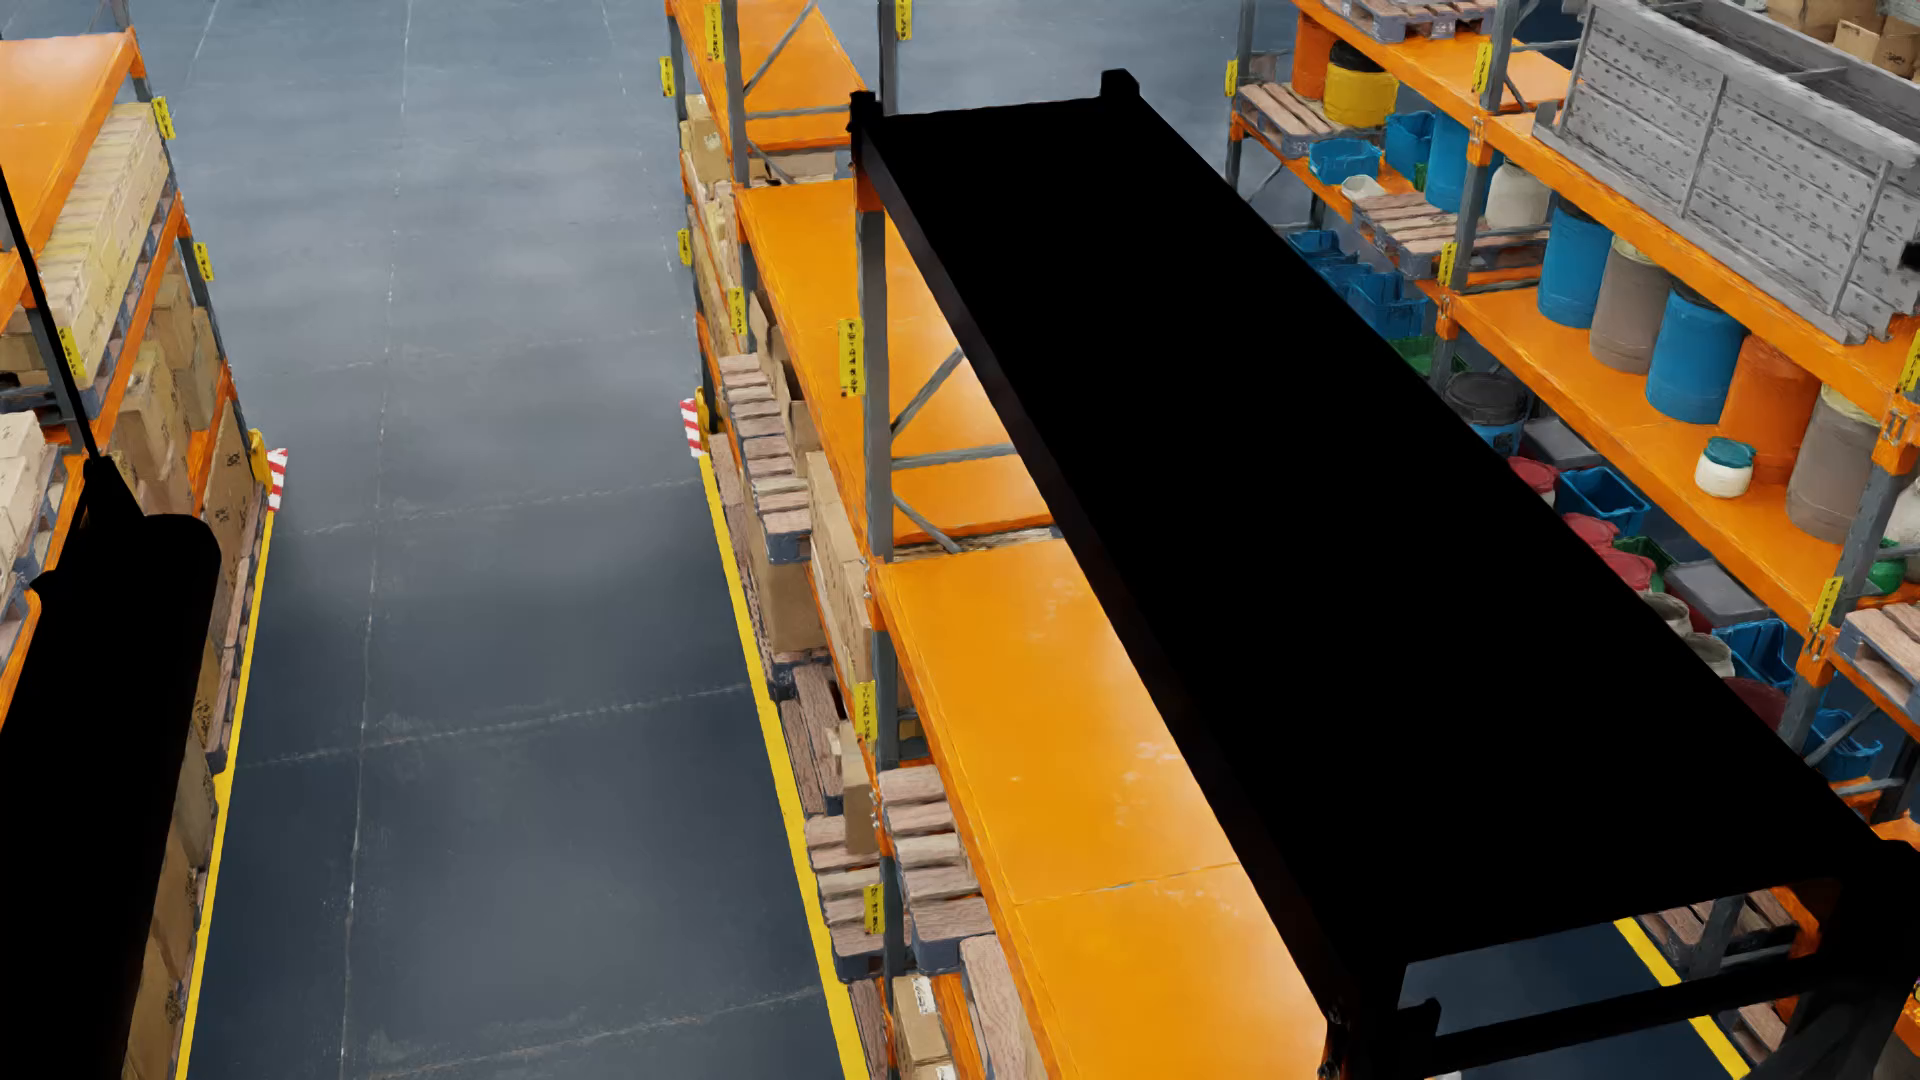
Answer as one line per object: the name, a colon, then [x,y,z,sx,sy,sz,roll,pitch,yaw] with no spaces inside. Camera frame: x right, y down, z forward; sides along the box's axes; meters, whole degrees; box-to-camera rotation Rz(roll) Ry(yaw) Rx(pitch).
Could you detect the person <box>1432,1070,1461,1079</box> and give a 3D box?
person: [2.290,3.143,8.097,0.625,1.611,0.575,-9,35,-13]
